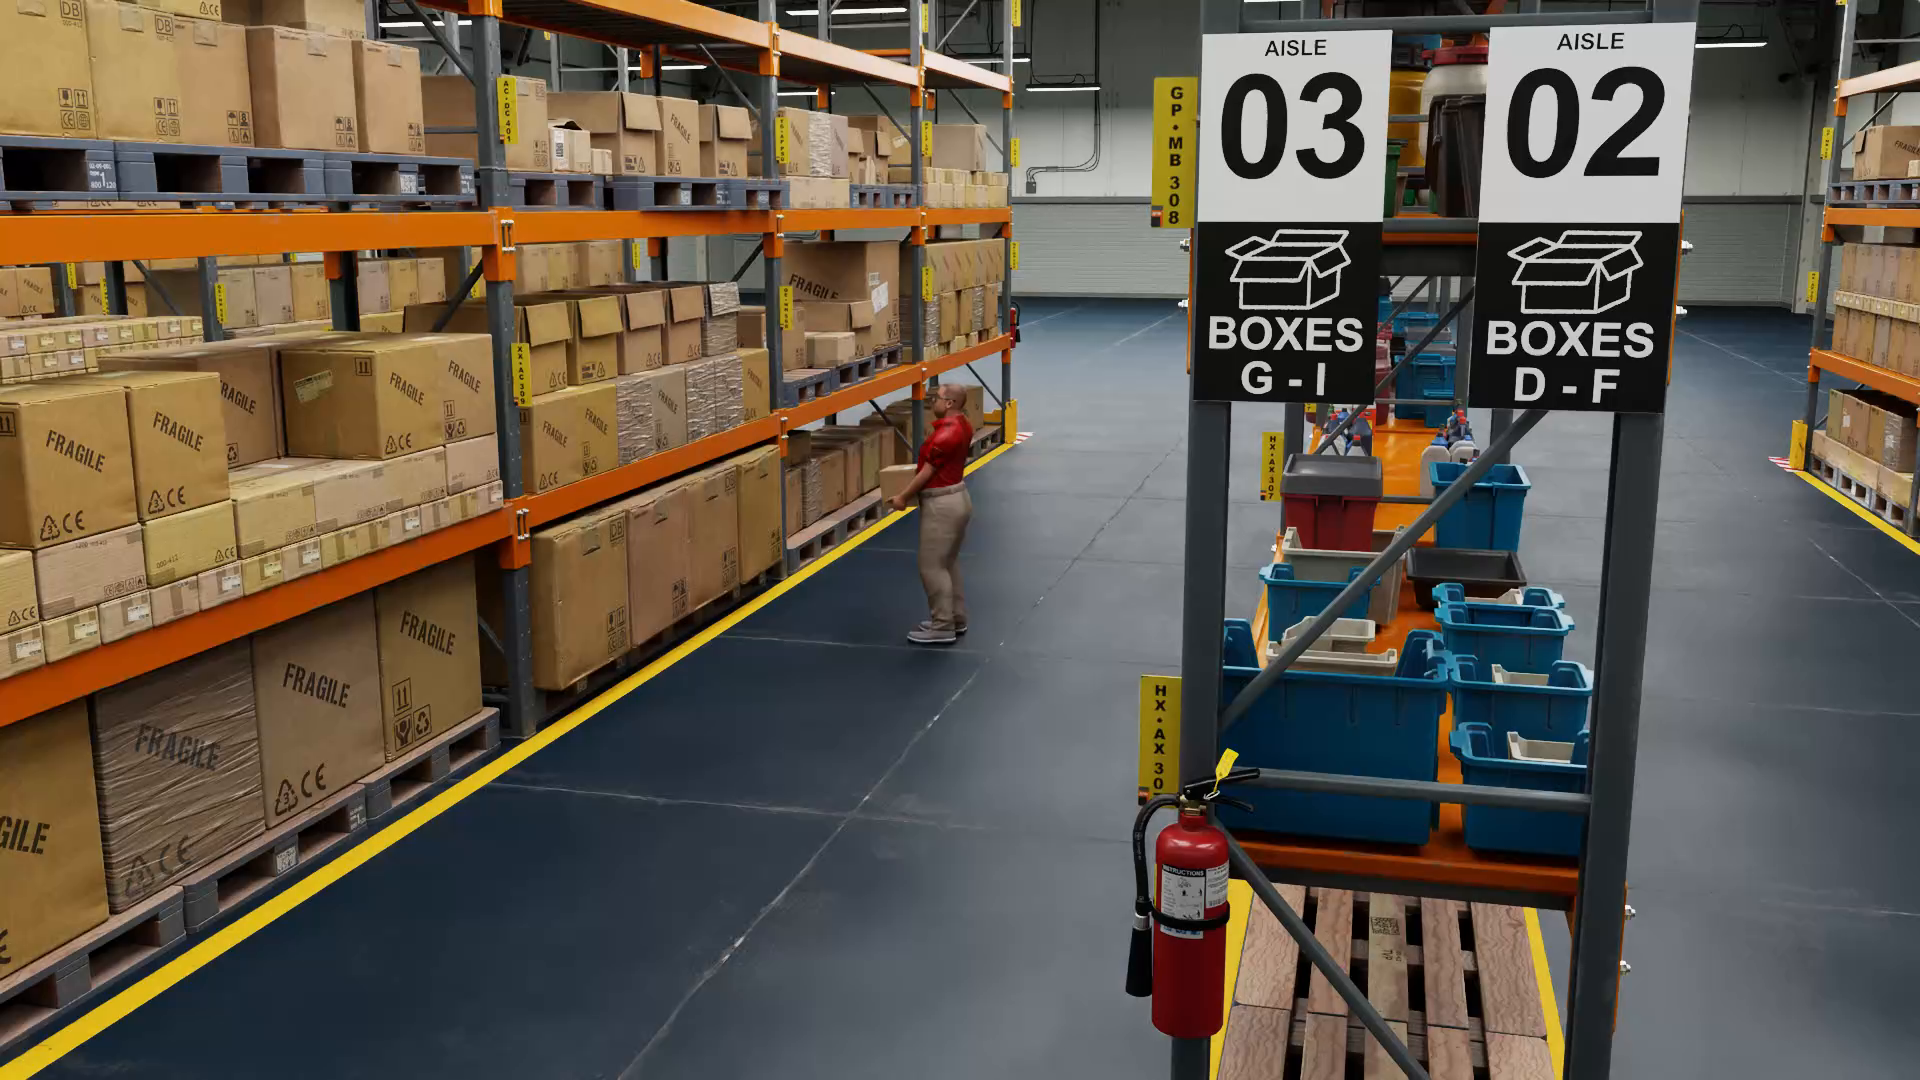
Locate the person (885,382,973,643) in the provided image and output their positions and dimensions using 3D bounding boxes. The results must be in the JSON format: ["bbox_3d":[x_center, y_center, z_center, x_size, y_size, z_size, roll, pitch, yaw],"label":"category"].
[{"bbox_3d":[-0.206,-0.190,10.961,0.537,1.712,0.493,3,12,14],"label":"person"}]
